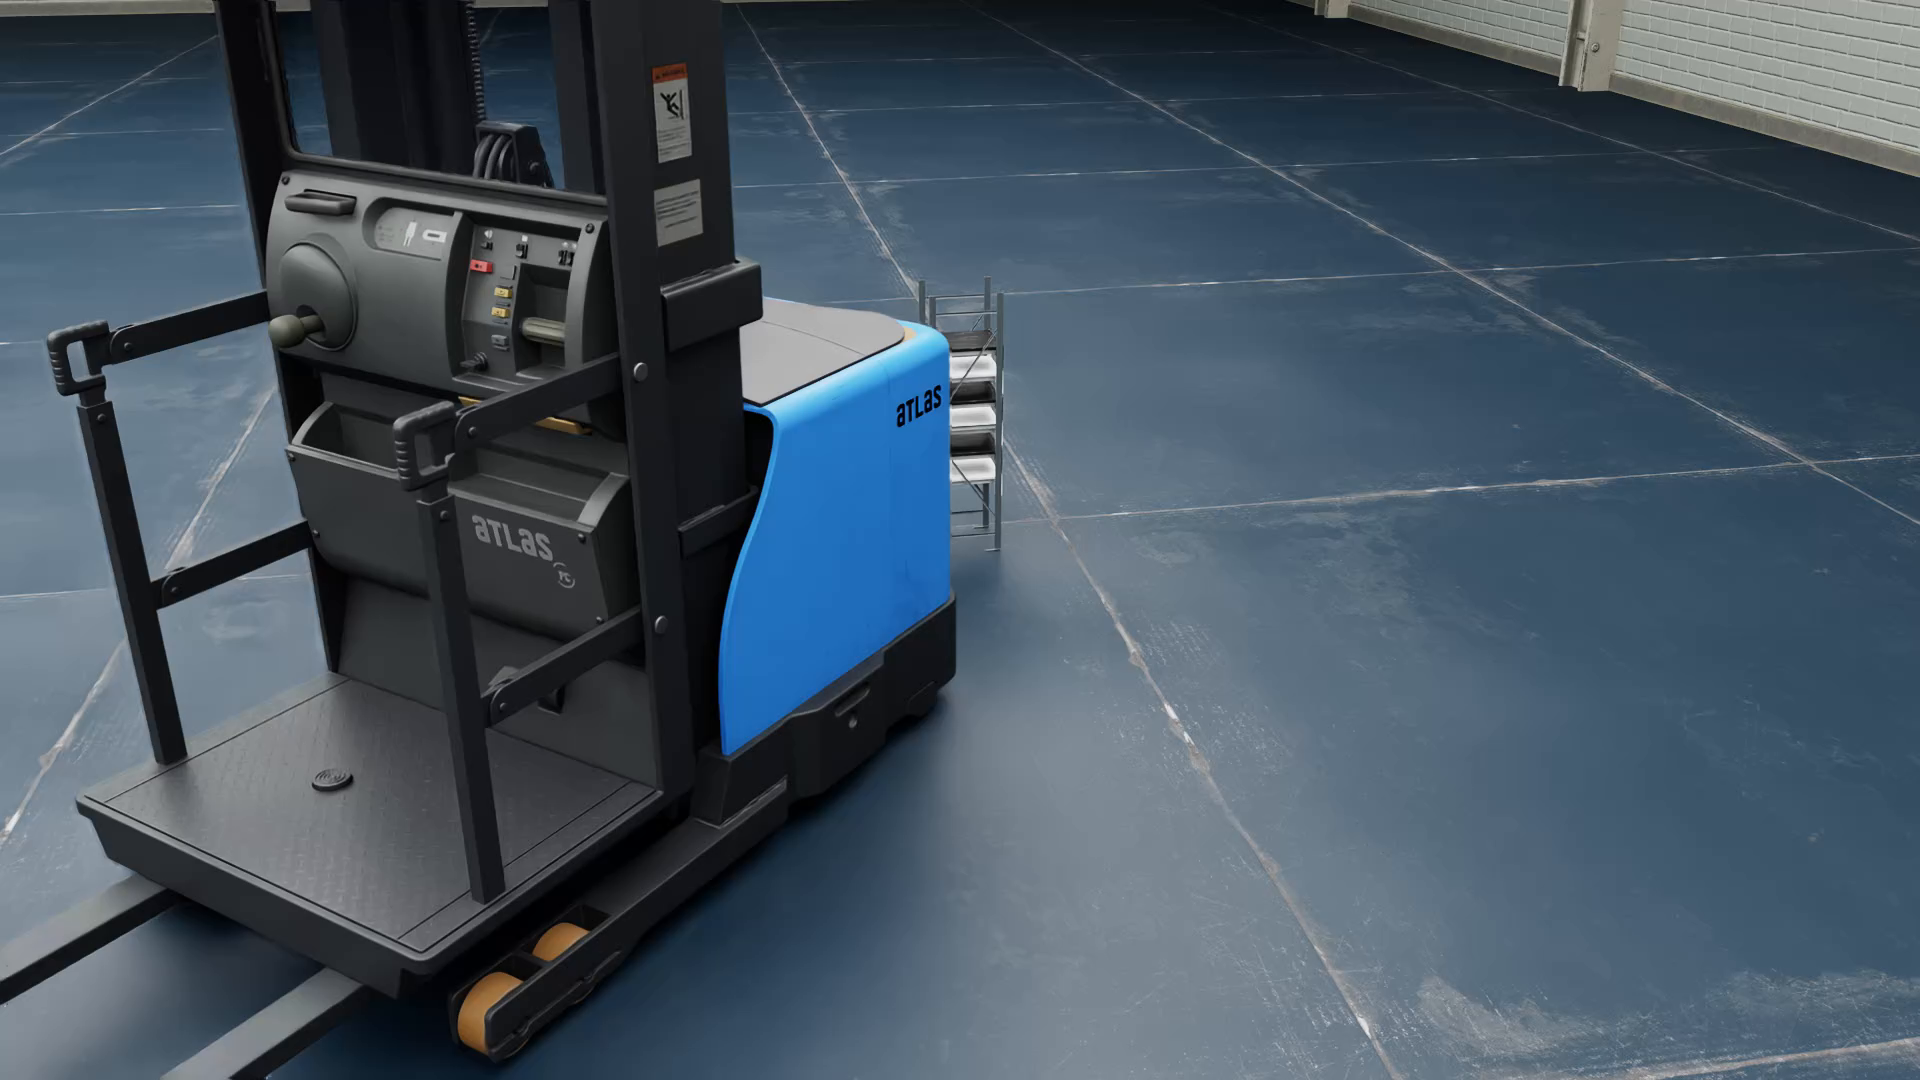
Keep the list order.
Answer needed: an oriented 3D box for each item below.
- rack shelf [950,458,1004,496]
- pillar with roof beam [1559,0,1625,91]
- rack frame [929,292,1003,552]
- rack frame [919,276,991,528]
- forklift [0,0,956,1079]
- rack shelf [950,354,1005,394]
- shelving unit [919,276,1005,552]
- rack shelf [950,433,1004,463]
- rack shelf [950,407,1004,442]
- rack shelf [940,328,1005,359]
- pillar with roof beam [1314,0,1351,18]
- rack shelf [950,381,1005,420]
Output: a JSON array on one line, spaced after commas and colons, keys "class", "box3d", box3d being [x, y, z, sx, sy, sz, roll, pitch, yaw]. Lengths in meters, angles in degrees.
[{"class": "rack shelf", "box3d": [0.001, -0.214, 5.648, 0.258, 0.077, 0.200, -4, 24, -10]}, {"class": "pillar with roof beam", "box3d": [1.496, -7.952, 12.714, 9.100, 9.000, 0.400, -4, 24, -10]}, {"class": "rack frame", "box3d": [0.020, -0.369, 5.471, 0.240, 0.900, 0.006, -4, 24, -10]}, {"class": "rack frame", "box3d": [-0.017, -0.449, 5.654, 0.240, 0.900, 0.006, -4, 24, -10]}, {"class": "forklift", "box3d": [-1.207, -0.510, 3.257, 1.130, 2.935, 3.031, 14, 27, 28]}, {"class": "rack shelf", "box3d": [0.001, -0.544, 5.504, 0.258, 0.077, 0.200, -4, 24, -10]}, {"class": "shelving unit", "box3d": [0.001, -0.409, 5.563, 0.258, 0.900, 0.210, -4, 24, -10]}, {"class": "rack shelf", "box3d": [0.001, -0.296, 5.612, 0.258, 0.077, 0.200, -4, 24, -10]}, {"class": "rack shelf", "box3d": [0.001, -0.379, 5.576, 0.258, 0.077, 0.200, -4, 24, -10]}, {"class": "rack shelf", "box3d": [0.001, -0.626, 5.468, 0.258, 0.077, 0.200, -4, 24, -10]}, {"class": "pillar with roof beam", "box3d": [0.387, -10.312, 18.118, 9.100, 9.000, 0.400, -4, 24, -10]}, {"class": "rack shelf", "box3d": [0.001, -0.461, 5.540, 0.258, 0.077, 0.200, -4, 24, -10]}]
